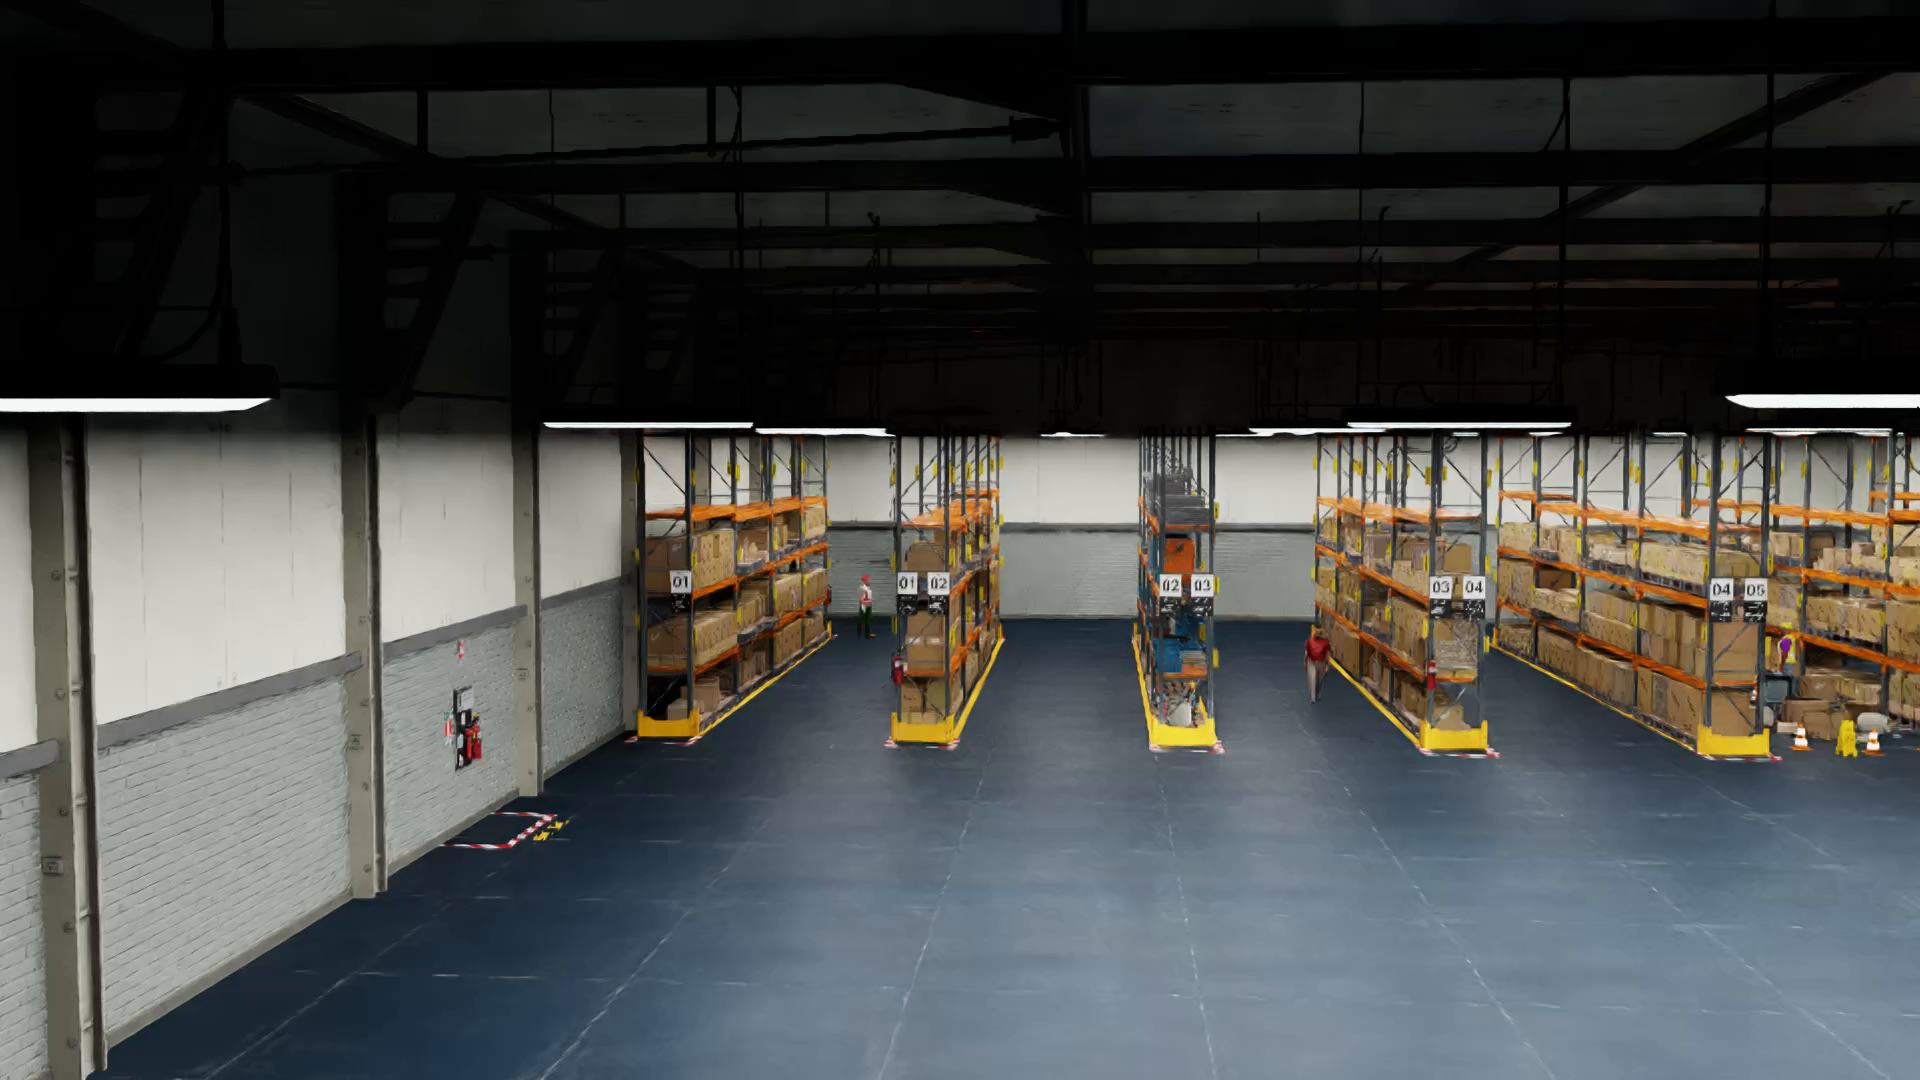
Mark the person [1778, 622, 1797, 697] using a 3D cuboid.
[{"bbox_3d":[17.796,2.640,35.905,0.585,1.763,0.679,2,4,31],"label":"person"}]

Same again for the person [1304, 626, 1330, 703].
[{"bbox_3d":[7.772,2.685,36.110,0.540,1.646,1.130,0,3,2],"label":"person"}]

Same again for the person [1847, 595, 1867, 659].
[{"bbox_3d":[23.340,2.253,43.286,0.553,1.652,0.655,1,4,13],"label":"person"}]

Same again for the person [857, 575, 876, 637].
[{"bbox_3d":[-2.720,1.895,47.995,0.430,1.791,0.630,2,4,27],"label":"person"}]
